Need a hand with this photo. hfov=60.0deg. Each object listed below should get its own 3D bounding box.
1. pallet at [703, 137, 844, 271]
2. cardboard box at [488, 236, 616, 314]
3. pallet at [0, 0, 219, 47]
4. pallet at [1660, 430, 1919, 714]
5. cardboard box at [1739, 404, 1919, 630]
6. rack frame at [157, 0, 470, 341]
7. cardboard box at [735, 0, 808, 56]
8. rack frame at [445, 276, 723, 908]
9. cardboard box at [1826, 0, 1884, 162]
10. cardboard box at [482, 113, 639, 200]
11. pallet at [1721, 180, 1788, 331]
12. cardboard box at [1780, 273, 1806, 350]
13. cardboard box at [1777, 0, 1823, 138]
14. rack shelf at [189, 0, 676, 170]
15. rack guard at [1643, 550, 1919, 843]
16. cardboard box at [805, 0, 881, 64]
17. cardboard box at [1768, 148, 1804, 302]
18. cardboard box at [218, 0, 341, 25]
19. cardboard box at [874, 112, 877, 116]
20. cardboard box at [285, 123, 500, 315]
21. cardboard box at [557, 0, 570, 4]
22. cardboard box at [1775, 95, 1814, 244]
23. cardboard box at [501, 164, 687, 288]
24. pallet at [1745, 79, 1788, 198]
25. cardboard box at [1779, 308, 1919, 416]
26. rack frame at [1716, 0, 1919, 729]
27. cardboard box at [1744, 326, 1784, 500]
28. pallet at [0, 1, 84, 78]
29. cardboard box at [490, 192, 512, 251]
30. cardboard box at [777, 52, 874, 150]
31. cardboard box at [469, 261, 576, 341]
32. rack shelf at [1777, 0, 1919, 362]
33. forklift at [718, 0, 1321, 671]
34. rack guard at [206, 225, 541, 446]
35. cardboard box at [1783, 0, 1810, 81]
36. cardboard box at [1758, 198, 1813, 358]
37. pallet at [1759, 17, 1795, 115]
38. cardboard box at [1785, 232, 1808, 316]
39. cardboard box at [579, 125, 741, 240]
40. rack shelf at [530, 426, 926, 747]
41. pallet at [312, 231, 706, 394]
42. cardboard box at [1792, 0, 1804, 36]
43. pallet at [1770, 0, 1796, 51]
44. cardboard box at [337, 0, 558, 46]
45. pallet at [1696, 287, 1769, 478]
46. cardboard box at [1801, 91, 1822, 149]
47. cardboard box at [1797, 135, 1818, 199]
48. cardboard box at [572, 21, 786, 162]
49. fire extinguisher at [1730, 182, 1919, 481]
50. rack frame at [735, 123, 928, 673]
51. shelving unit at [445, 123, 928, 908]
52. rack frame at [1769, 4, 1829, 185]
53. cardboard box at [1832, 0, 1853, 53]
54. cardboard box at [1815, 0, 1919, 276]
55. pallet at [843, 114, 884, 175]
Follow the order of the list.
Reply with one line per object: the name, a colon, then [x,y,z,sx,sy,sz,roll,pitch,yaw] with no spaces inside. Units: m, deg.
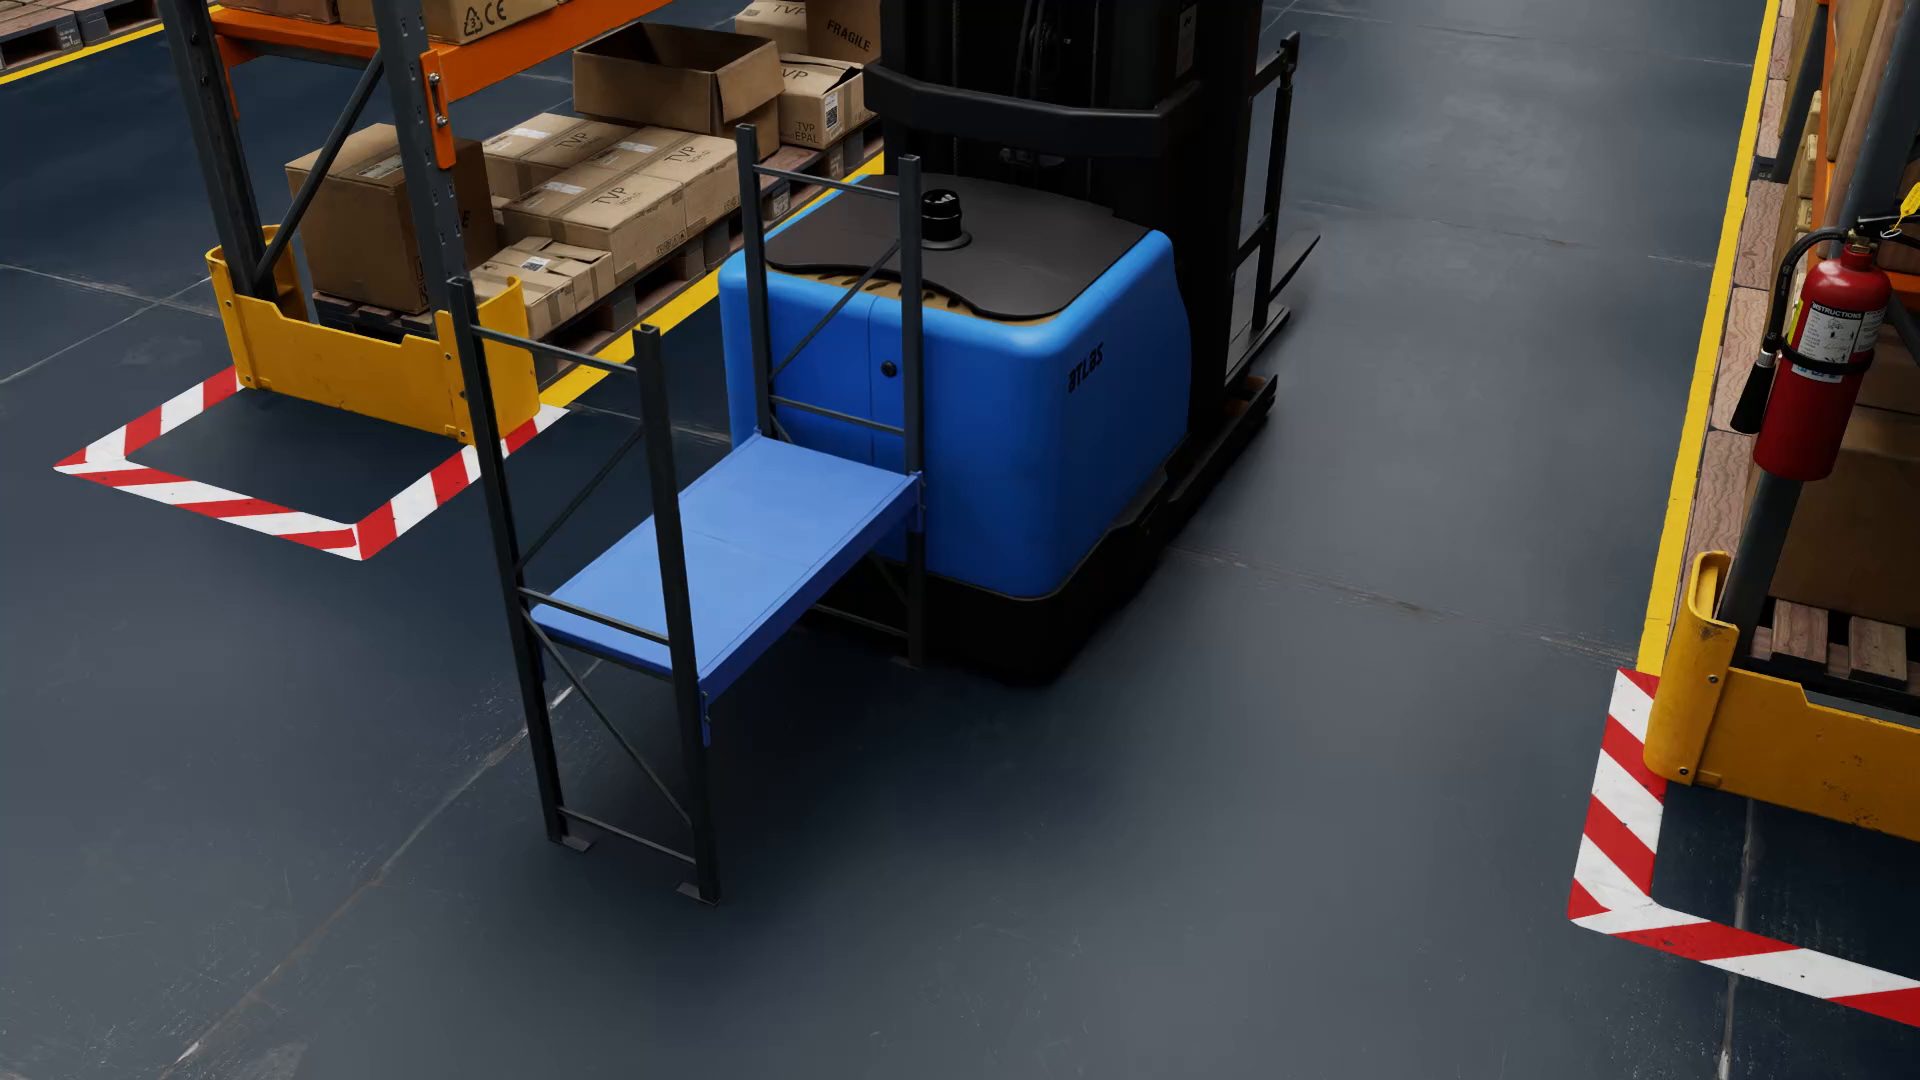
pallet: [-1.241,-1.622,7.532,1.003,0.211,1.213,14,36,20]
cardboard box: [-1.525,-1.001,6.224,0.380,0.166,0.250,14,36,20]
pallet: [-5.213,-3.337,10.147,1.003,0.211,1.213,14,36,20]
pallet: [2.647,0.137,4.849,1.003,0.211,1.213,14,36,20]
cardboard box: [2.586,-0.115,4.587,0.700,0.500,0.500,14,36,20]
rack frame: [-2.117,-1.748,5.180,1.000,3.000,0.127,14,36,20]
cardboard box: [-0.816,-2.640,8.592,0.500,0.311,0.500,14,36,20]
rack frame: [-0.792,0.171,3.622,0.500,1.500,0.032,16,37,23]
cardboard box: [2.882,-1.360,4.315,0.980,0.700,0.700,14,36,20]
cardboard box: [-1.689,-1.576,7.024,0.500,0.250,0.500,14,36,20]
pallet: [3.668,-1.079,6.702,1.003,0.211,1.213,14,36,20]
cardboard box: [2.580,-0.620,4.765,0.380,0.149,0.250,15,36,22]
cardboard box: [4.211,-2.236,7.501,0.750,0.750,0.750,15,36,21]
rack shelf: [-1.280,-2.443,6.896,1.077,0.370,4.000,14,36,20]
rack guard: [2.374,0.444,4.117,1.175,0.500,0.348,14,36,20]
cardboard box: [-0.424,-2.530,8.251,0.500,0.500,0.500,14,36,20]
cardboard box: [3.438,-1.137,6.146,0.700,0.500,0.500,14,36,20]
cardboard box: [-2.177,-2.075,5.588,0.500,0.500,0.500,15,36,22]
cardboard box: [-0.527,-2.182,8.042,0.380,0.149,0.250,14,36,20]
cardboard box: [-2.113,-1.214,6.244,0.500,0.500,0.500,14,36,20]
cardboard box: [-1.481,-2.208,5.791,0.500,0.500,0.500,14,36,20]
cardboard box: [3.651,-1.387,6.526,0.700,0.500,0.500,15,36,21]
cardboard box: [-1.423,-1.237,6.507,0.500,0.250,0.500,14,36,20]
pallet: [4.312,-1.841,7.865,1.003,0.211,1.213,14,36,20]
cardboard box: [2.474,-0.492,4.570,0.380,0.149,0.250,14,36,20]
rack frame: [2.384,-0.613,3.450,1.000,3.000,0.127,14,36,20]
cardboard box: [2.795,-0.364,4.967,0.700,0.500,0.500,14,36,20]
pallet: [-5.722,-2.727,9.217,1.003,0.211,1.213,14,36,20]
cardboard box: [-1.862,-1.255,6.612,0.380,0.166,0.250,14,36,20]
cardboard box: [-0.738,-2.077,7.733,0.500,0.311,0.500,14,36,20]
cardboard box: [-1.630,-0.869,6.039,0.380,0.149,0.250,14,36,20]
rack shelf: [3.221,-1.309,5.166,1.077,0.370,4.000,14,36,20]
forklift: [0.466,-1.652,5.096,1.130,2.935,3.031,16,37,23]
rack guard: [-2.085,-0.740,5.923,1.175,0.500,0.348,14,36,20]
cardboard box: [4.580,-2.679,8.178,0.750,0.750,0.750,15,36,22]
cardboard box: [3.221,-0.882,5.757,0.700,0.500,0.500,15,36,22]
pallet: [4.821,-2.451,8.795,1.003,0.211,1.213,14,36,20]
cardboard box: [3.005,-0.615,5.349,0.700,0.500,0.500,13,35,19]
cardboard box: [-1.214,-1.486,6.887,0.500,0.250,0.500,14,36,20]
rack shelf: [-0.556,0.074,4.097,0.538,0.185,1.000,16,37,23]
pallet: [-1.753,-1.017,6.608,1.003,0.211,1.213,14,36,20]
cardboard box: [4.932,-3.103,8.825,0.750,0.750,0.750,14,36,20]
pallet: [5.333,-3.056,9.718,1.003,0.211,1.213,14,36,20]
cardboard box: [-1.692,-1.950,5.397,0.500,0.500,0.500,15,36,21]
pallet: [3.159,-0.469,5.772,1.003,0.211,1.213,14,36,20]
cardboard box: [3.342,-1.529,6.152,0.380,0.149,0.250,15,36,22]
cardboard box: [3.124,-1.269,5.755,0.380,0.149,0.250,13,35,19]
cardboard box: [-1.225,-1.943,7.353,0.797,0.503,0.637,14,36,20]
fire extinguisher: [1.902,-0.456,3.620,0.296,0.674,0.183,14,36,20]
rack frame: [-0.320,-0.323,4.375,0.500,1.500,0.032,16,37,23]
shelving unit: [-0.556,-0.076,3.998,0.538,1.500,1.048,16,37,23]
rack frame: [4.057,-2.605,6.488,1.000,3.000,0.127,14,36,20]
cardboard box: [3.210,-1.738,4.891,0.980,0.700,0.700,12,35,18]
cardboard box: [2.588,-0.995,3.758,0.980,0.700,0.700,16,36,23]
pallet: [-0.732,-2.232,8.462,1.003,0.211,1.213,14,36,20]
